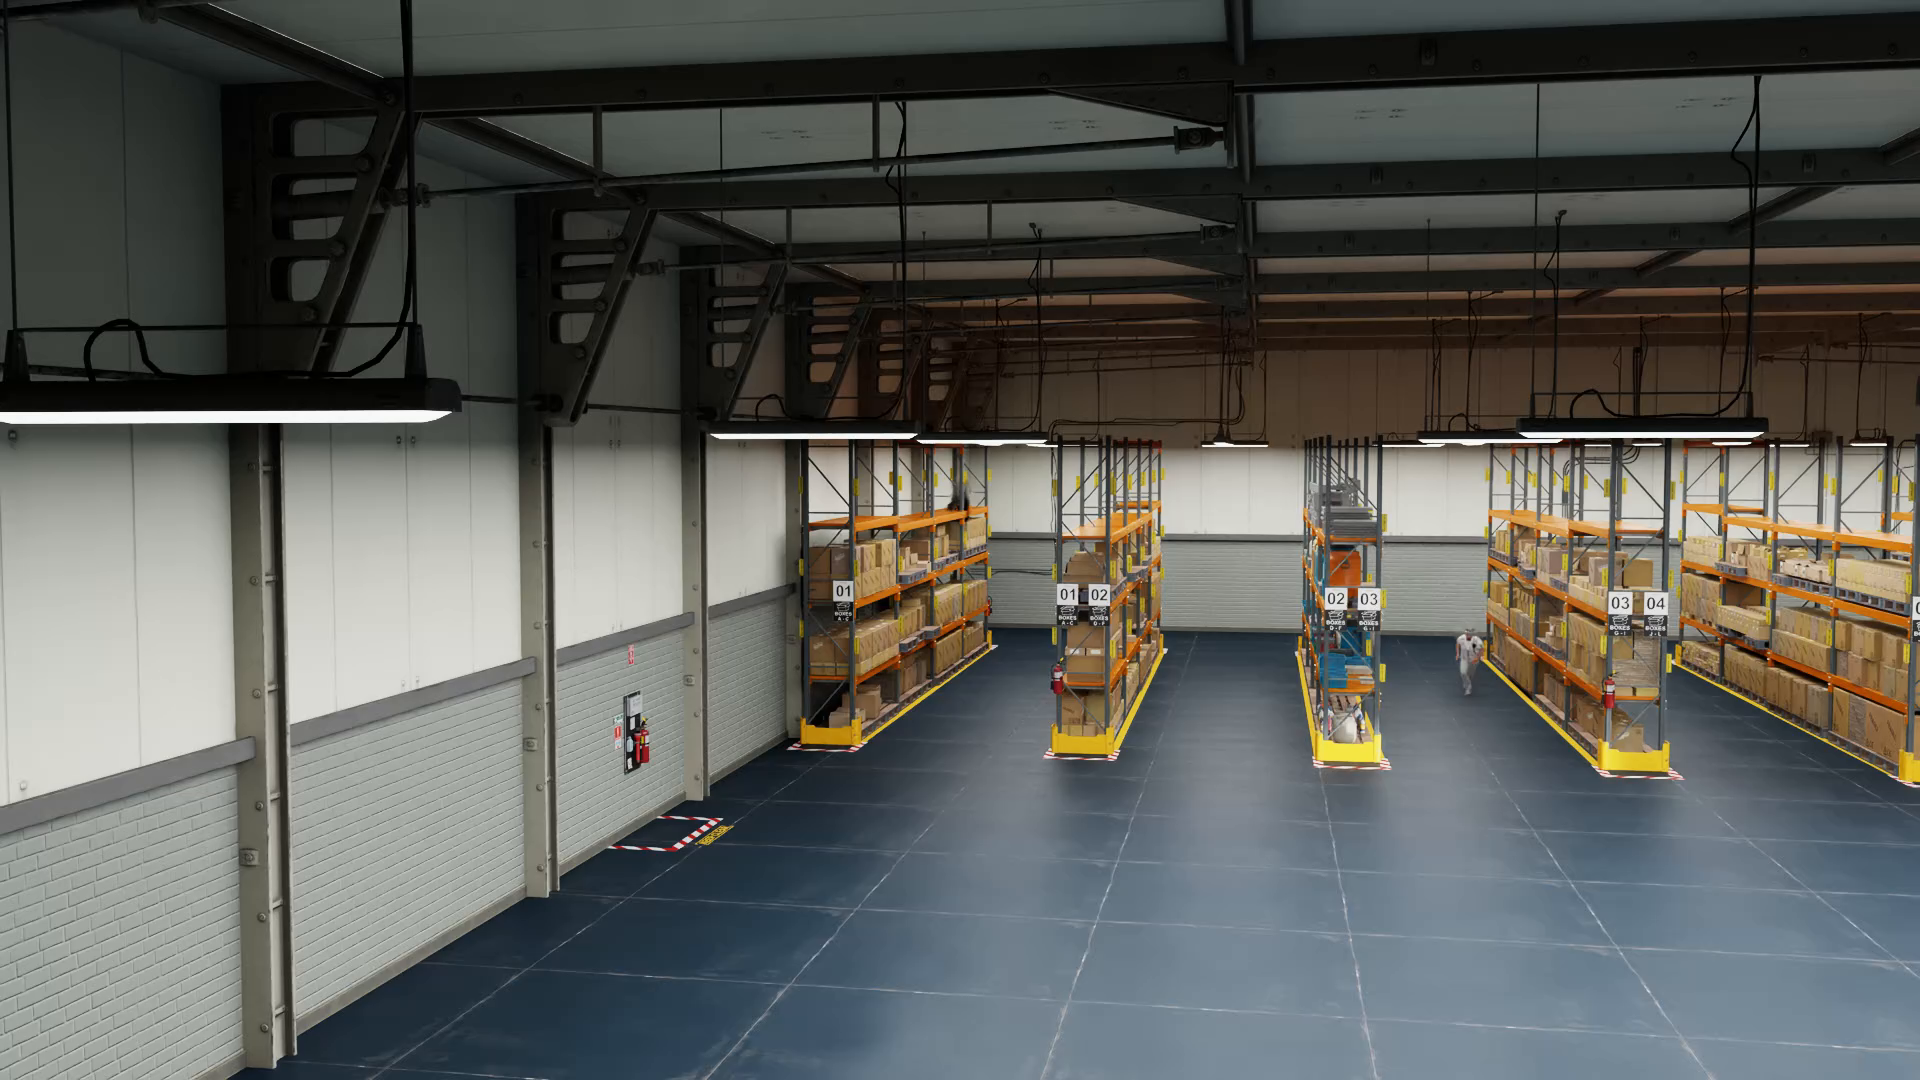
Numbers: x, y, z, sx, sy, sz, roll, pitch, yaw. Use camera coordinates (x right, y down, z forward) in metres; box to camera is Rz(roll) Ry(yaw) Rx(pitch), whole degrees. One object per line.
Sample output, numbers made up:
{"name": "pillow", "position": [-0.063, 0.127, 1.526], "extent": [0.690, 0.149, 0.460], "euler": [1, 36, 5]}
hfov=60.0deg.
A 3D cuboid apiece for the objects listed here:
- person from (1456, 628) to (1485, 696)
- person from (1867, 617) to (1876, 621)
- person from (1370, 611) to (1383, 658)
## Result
{"name": "person", "position": [12.015, 2.822, 39.150], "extent": [0.659, 1.601, 1.098], "euler": [1, 3, 20]}
{"name": "person", "position": [21.510, 2.688, 39.280], "extent": [0.690, 1.752, 1.063], "euler": [0, 3, -4]}
{"name": "person", "position": [11.353, 2.403, 45.941], "extent": [0.660, 1.685, 0.707], "euler": [0, 3, 2]}
